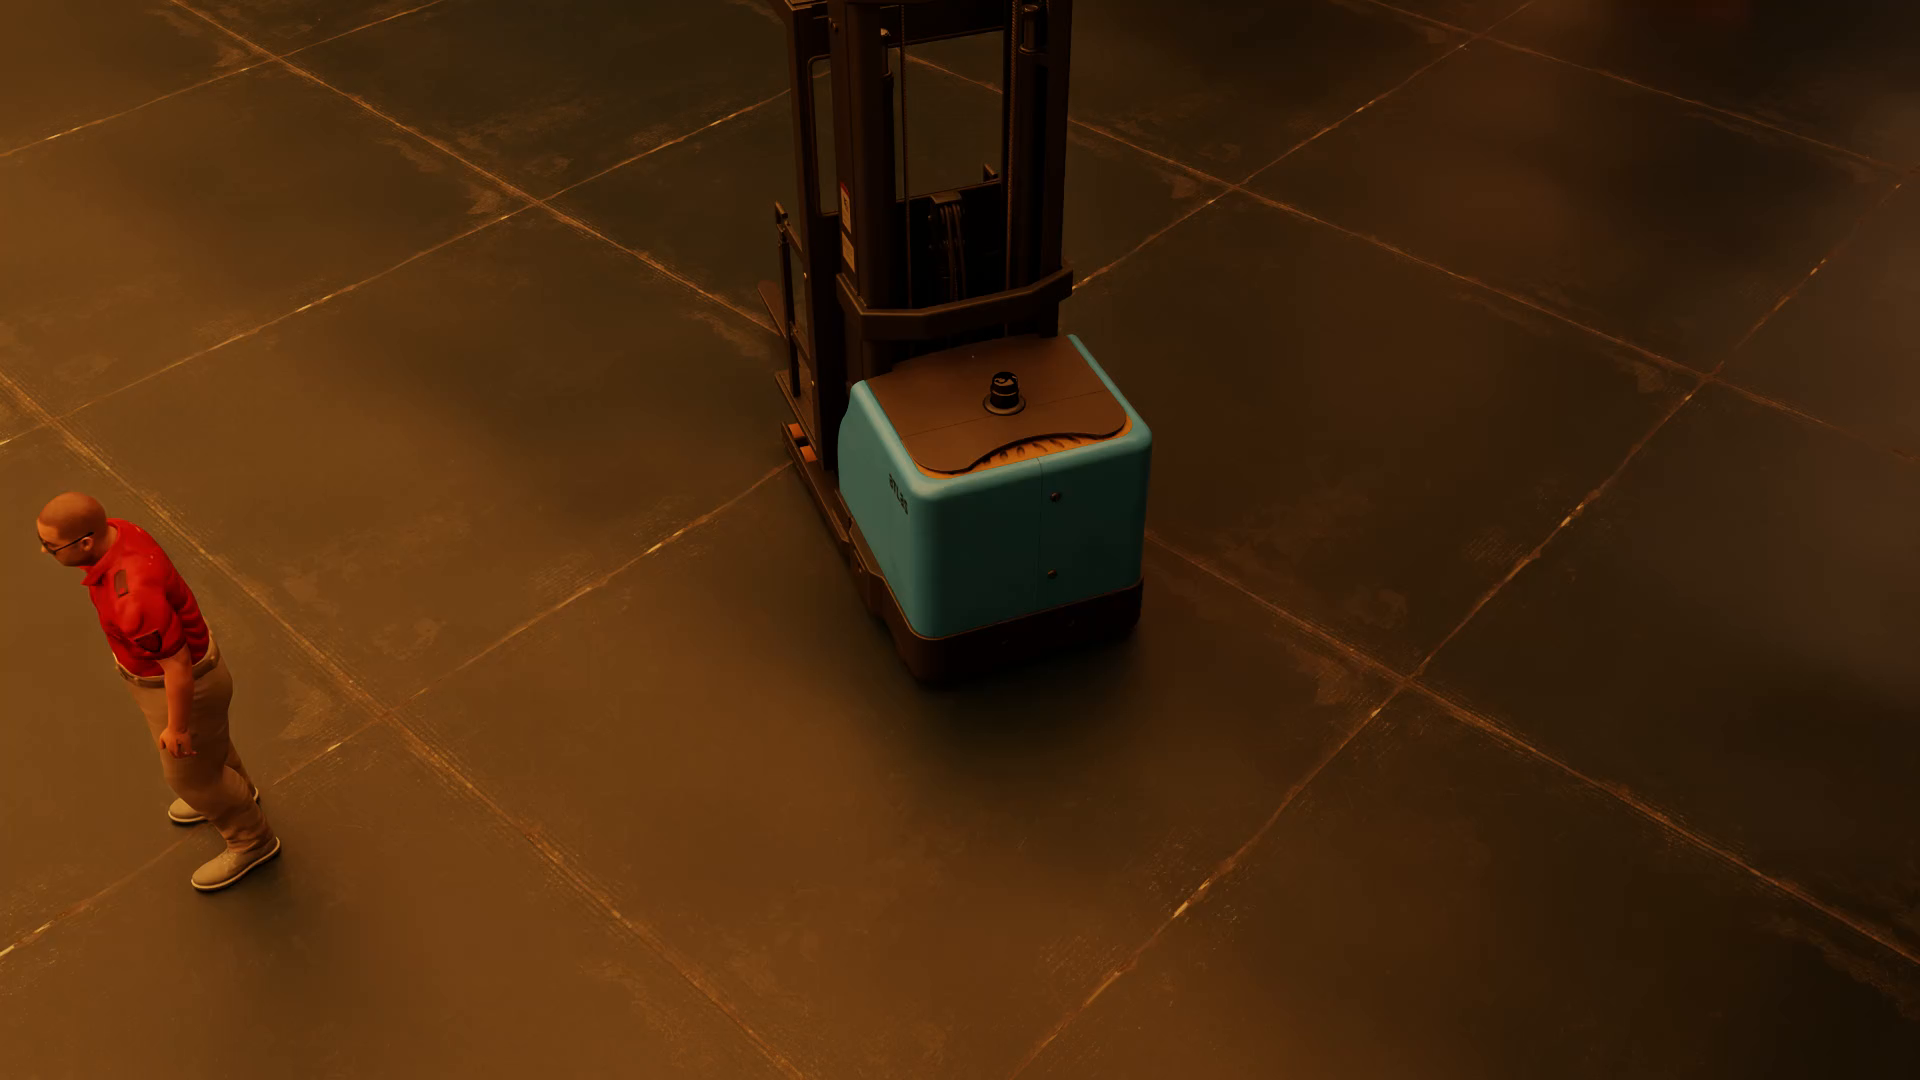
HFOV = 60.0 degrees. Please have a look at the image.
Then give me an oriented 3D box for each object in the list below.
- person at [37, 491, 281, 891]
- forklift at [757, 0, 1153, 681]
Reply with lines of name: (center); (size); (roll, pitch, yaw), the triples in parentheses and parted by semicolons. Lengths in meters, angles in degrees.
person: (-2.755, 0.491, 5.779); (0.388, 1.727, 0.599); (-23, 46, -24)
forklift: (-0.227, -1.493, 7.169); (1.130, 2.935, 3.031); (-14, 43, -16)
